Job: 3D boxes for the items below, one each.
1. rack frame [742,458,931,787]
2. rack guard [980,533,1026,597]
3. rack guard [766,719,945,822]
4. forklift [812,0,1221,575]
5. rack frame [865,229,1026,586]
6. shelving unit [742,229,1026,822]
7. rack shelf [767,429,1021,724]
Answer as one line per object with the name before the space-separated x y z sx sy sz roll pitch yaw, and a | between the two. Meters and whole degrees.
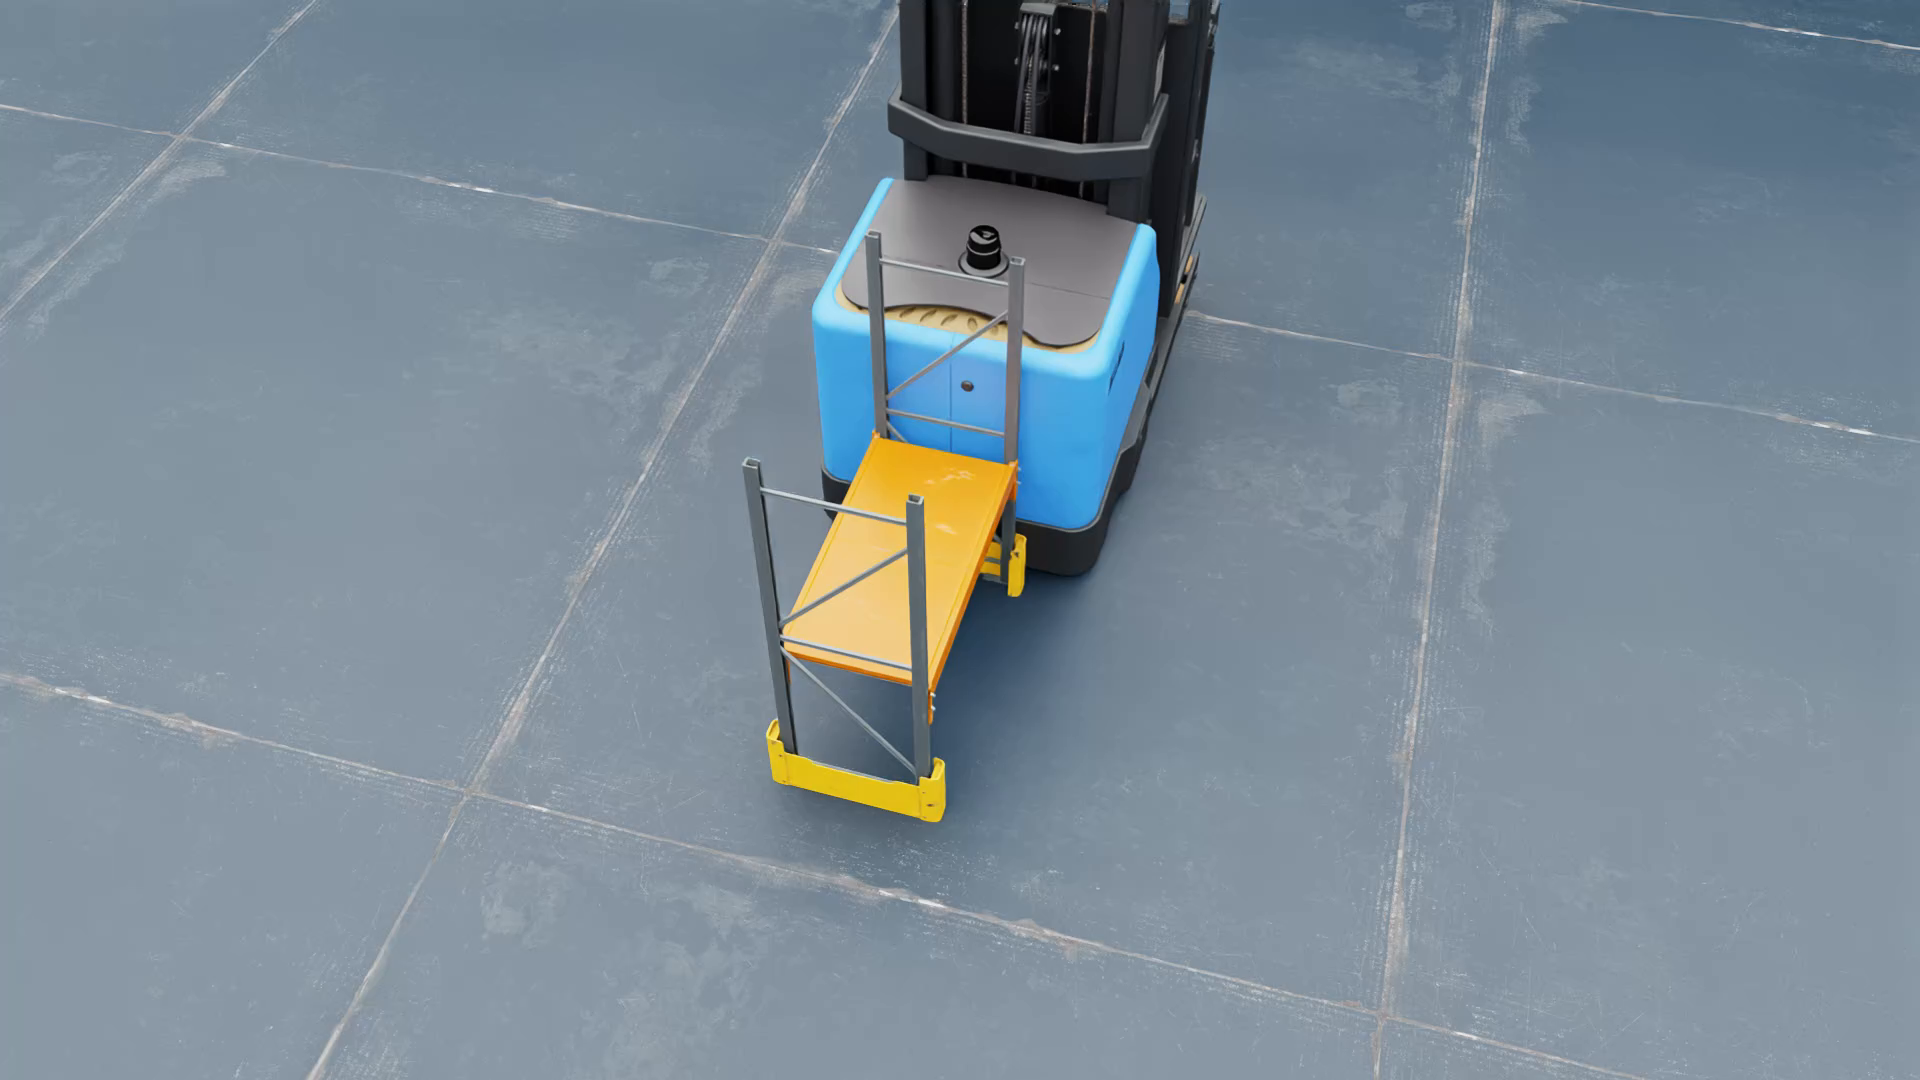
rack frame | -0.337 0.340 4.950 0.500 1.500 0.032 13 50 11
rack guard | -0.052 0.037 6.051 0.587 0.250 0.087 13 50 11
rack guard | -0.337 0.752 5.419 0.587 0.250 0.087 13 50 11
forklift | 0.399 -1.974 6.037 1.130 2.935 3.031 13 50 11
rack frame | -0.047 -0.391 5.595 0.500 1.500 0.032 13 50 11
shelving unit | -0.194 -0.019 5.267 0.587 1.500 1.083 13 50 11
rack shelf | -0.192 0.093 5.407 0.538 0.185 1.000 13 50 11
